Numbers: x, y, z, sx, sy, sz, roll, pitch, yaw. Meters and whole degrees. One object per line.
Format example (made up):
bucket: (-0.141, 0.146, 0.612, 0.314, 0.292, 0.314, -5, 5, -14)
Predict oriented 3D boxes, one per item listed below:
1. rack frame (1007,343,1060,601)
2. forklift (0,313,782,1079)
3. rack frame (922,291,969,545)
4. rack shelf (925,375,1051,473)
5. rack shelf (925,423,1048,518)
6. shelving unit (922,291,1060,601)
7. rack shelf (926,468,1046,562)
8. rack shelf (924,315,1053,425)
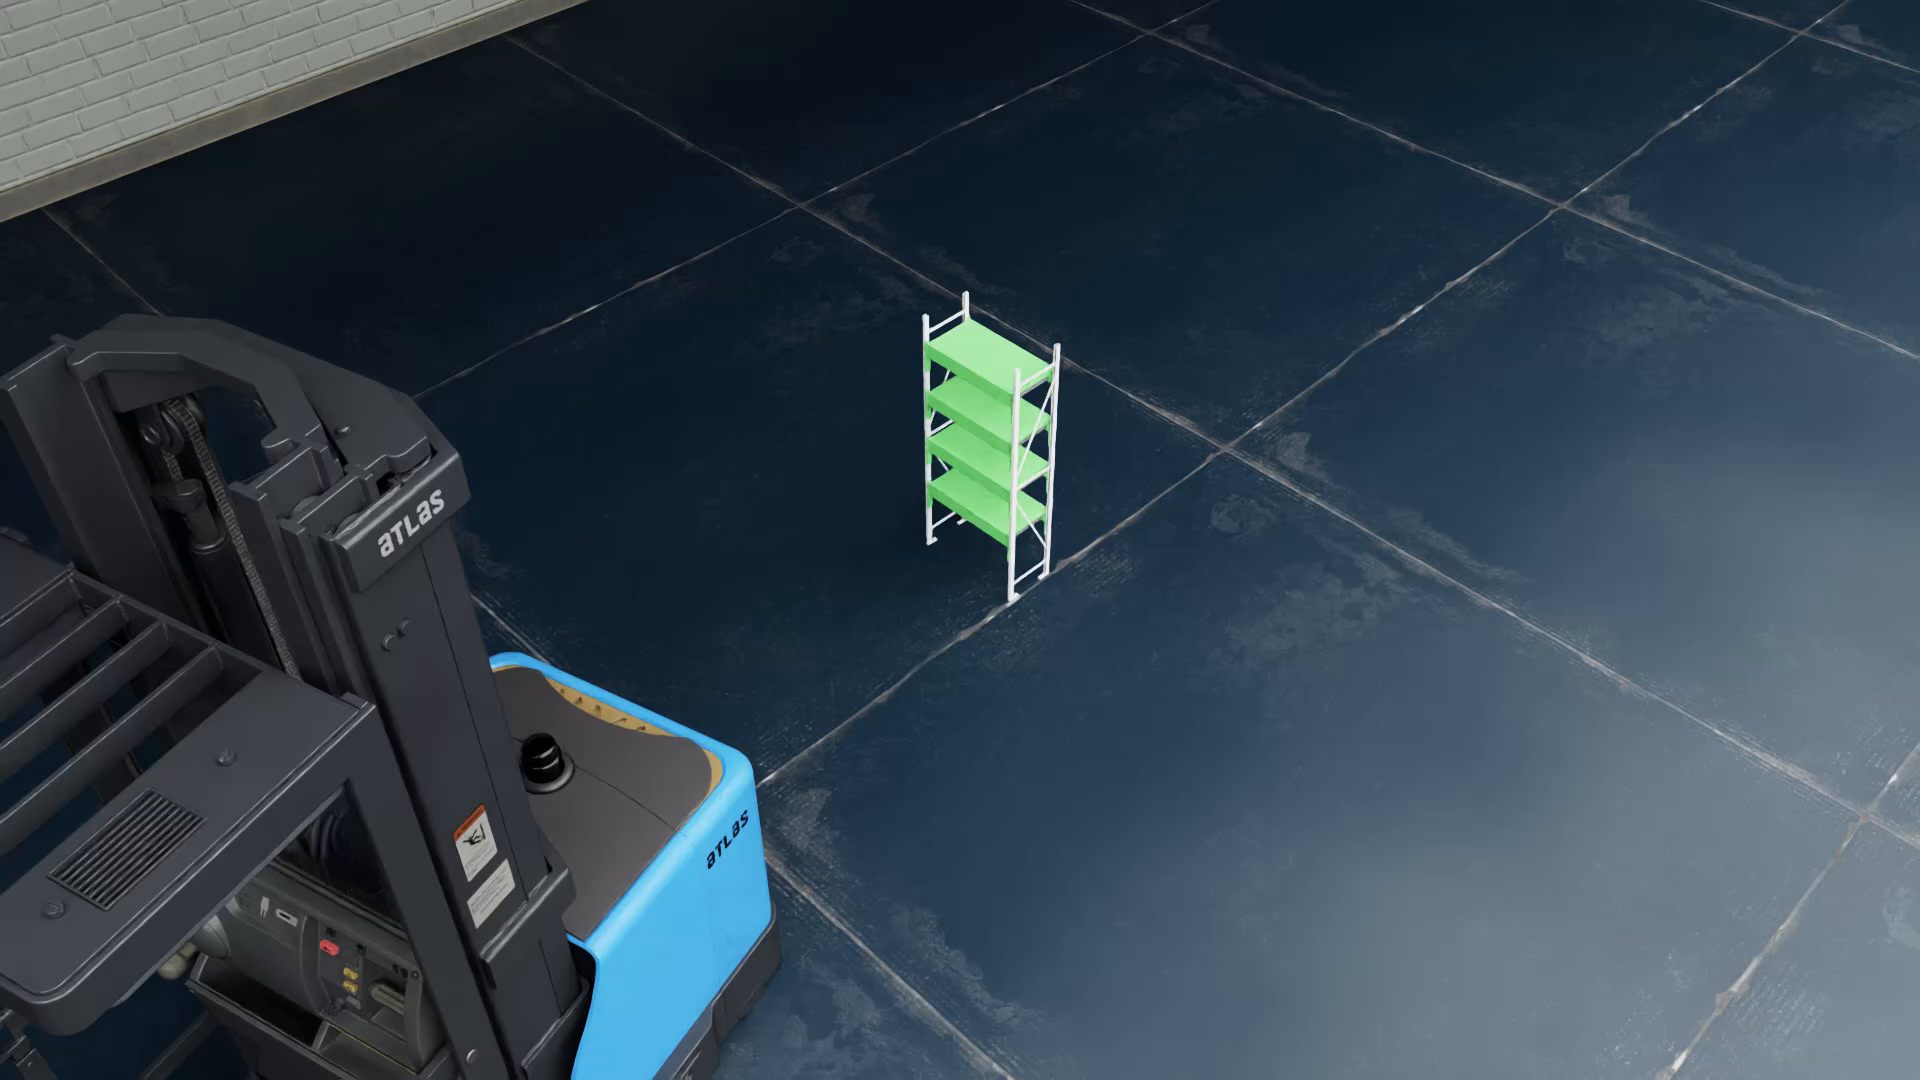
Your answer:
rack frame: (0.289, -0.244, 6.630, 0.240, 1.200, 0.015, -34, 53, -31)
forklift: (-1.758, 1.079, 3.922, 1.130, 2.935, 3.031, 21, 47, 21)
rack frame: (-0.055, -0.478, 6.884, 0.240, 1.200, 0.015, -34, 53, -31)
rack shelf: (0.117, -0.490, 6.637, 0.258, 0.148, 0.480, -34, 53, -31)
rack shelf: (0.117, -0.314, 6.800, 0.258, 0.148, 0.480, -34, 53, -31)
shelving unit: (0.117, -0.361, 6.757, 0.258, 1.200, 0.503, -34, 53, -31)
rack shelf: (0.117, -0.138, 6.963, 0.258, 0.148, 0.480, -34, 53, -31)
rack shelf: (0.117, -0.667, 6.474, 0.258, 0.148, 0.480, -34, 53, -31)
